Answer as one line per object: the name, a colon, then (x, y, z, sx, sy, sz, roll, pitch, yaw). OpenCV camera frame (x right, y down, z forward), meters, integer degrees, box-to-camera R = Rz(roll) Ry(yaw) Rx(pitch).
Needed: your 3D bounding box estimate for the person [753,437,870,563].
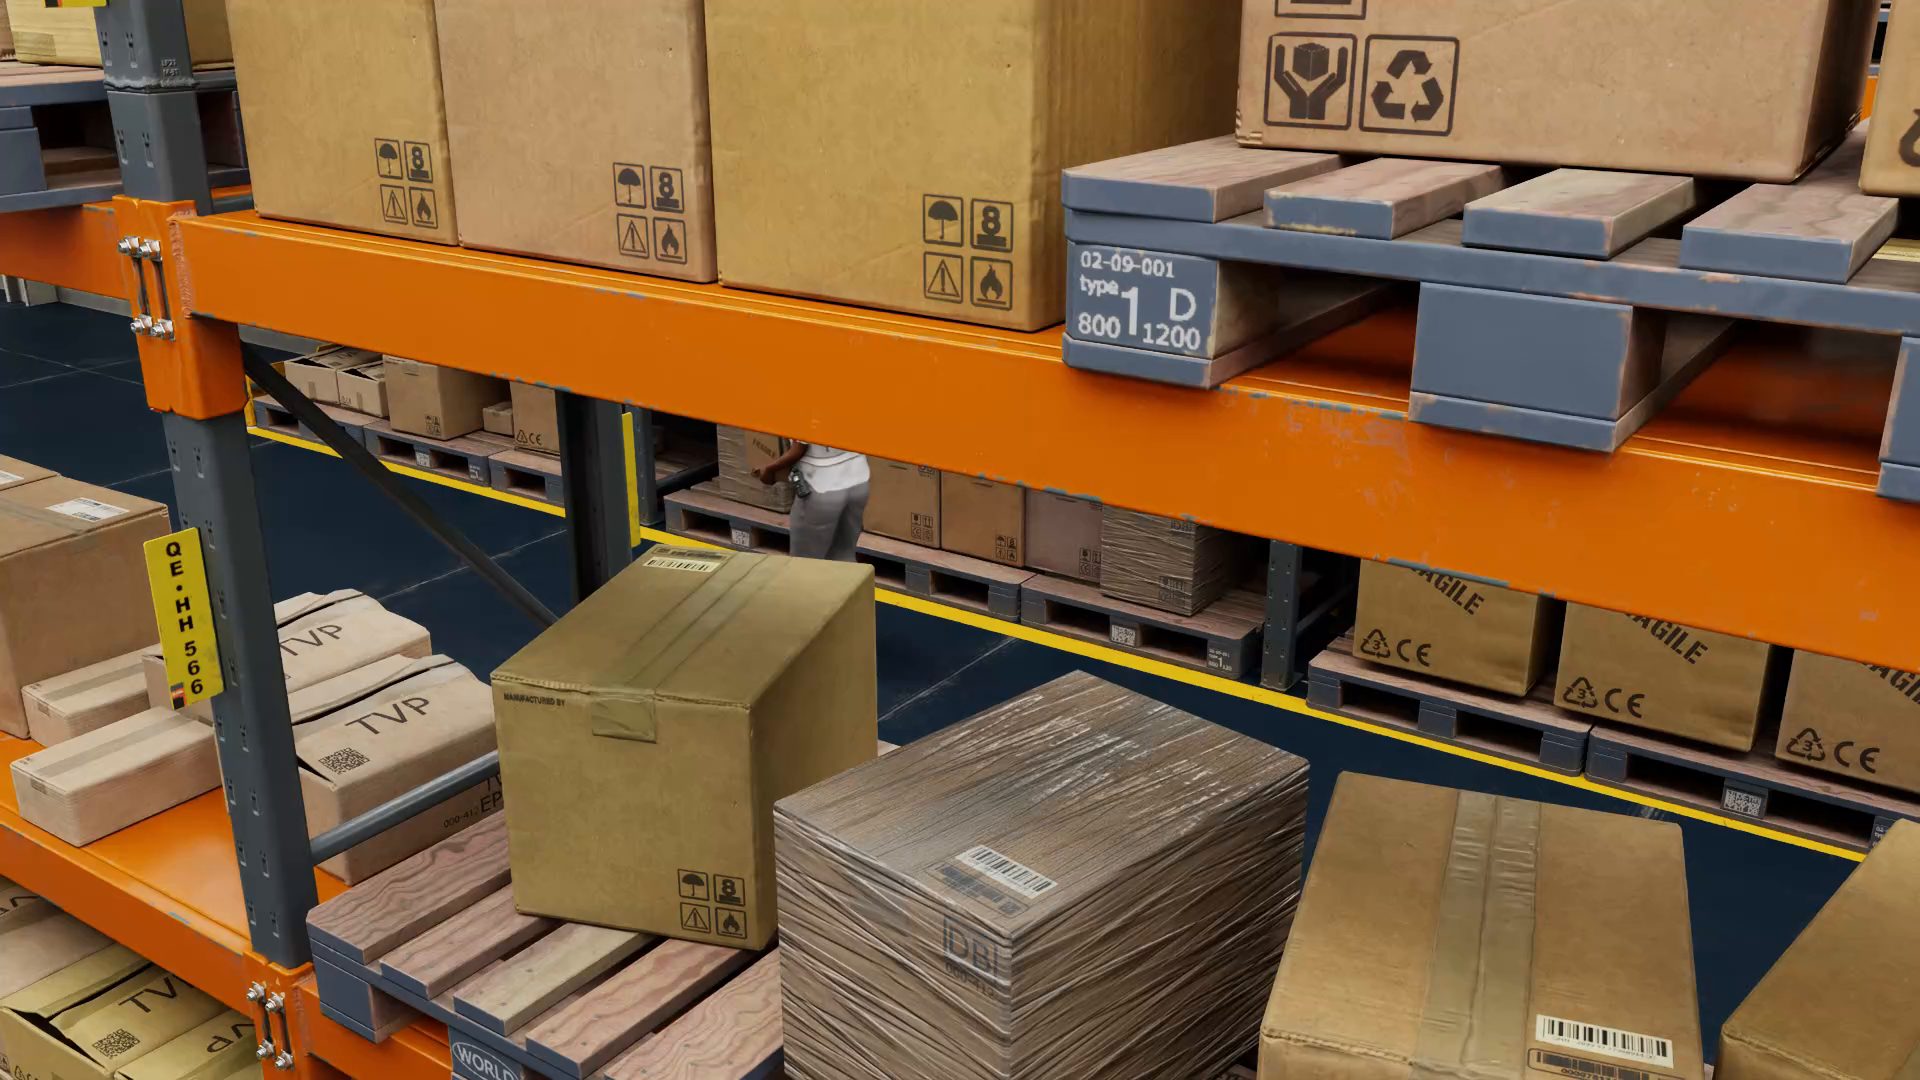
person: (-0.665, -0.244, 7.704, 0.539, 1.688, 0.449, 13, 24, 32)
